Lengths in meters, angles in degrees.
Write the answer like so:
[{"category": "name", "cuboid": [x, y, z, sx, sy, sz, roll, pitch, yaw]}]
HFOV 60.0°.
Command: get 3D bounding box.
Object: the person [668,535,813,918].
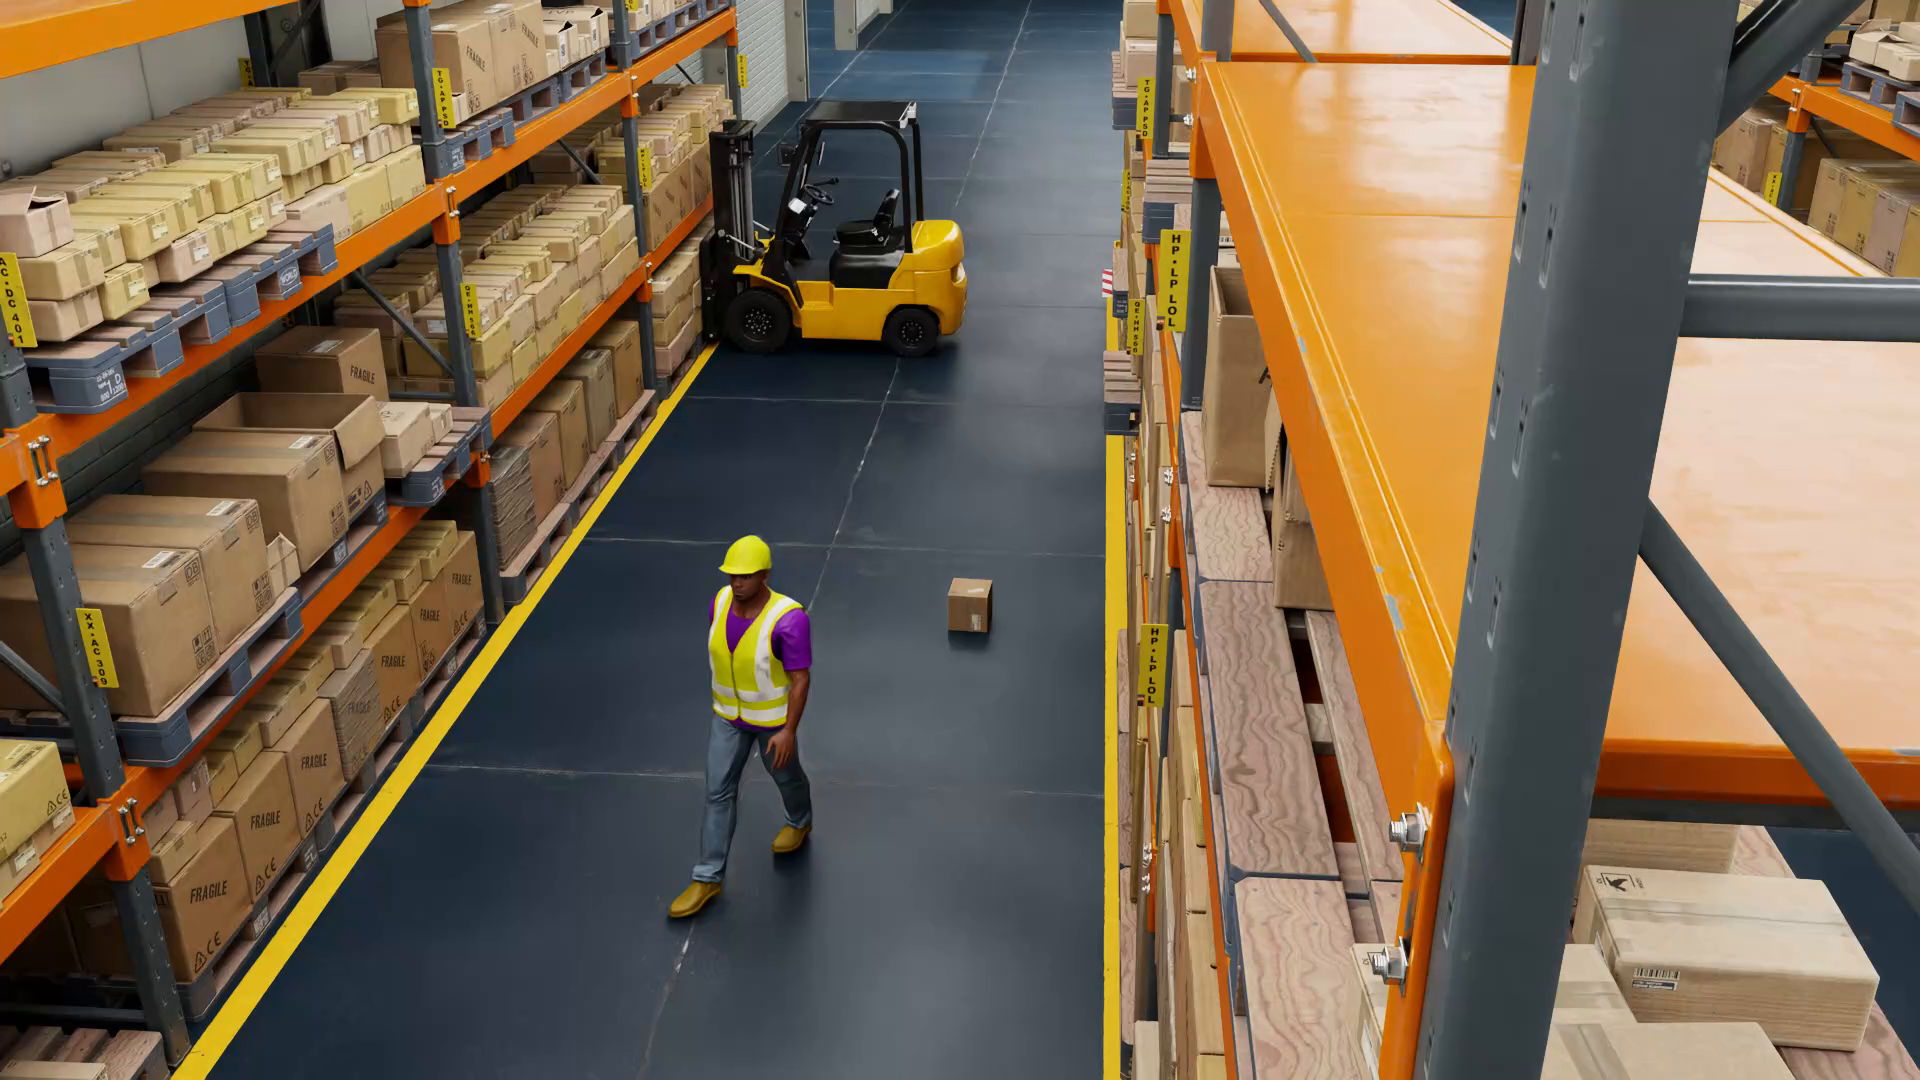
[{"category": "person", "cuboid": [-0.993, 0.831, 7.708, 0.612, 1.726, 0.942, 11, 26, 22]}]
